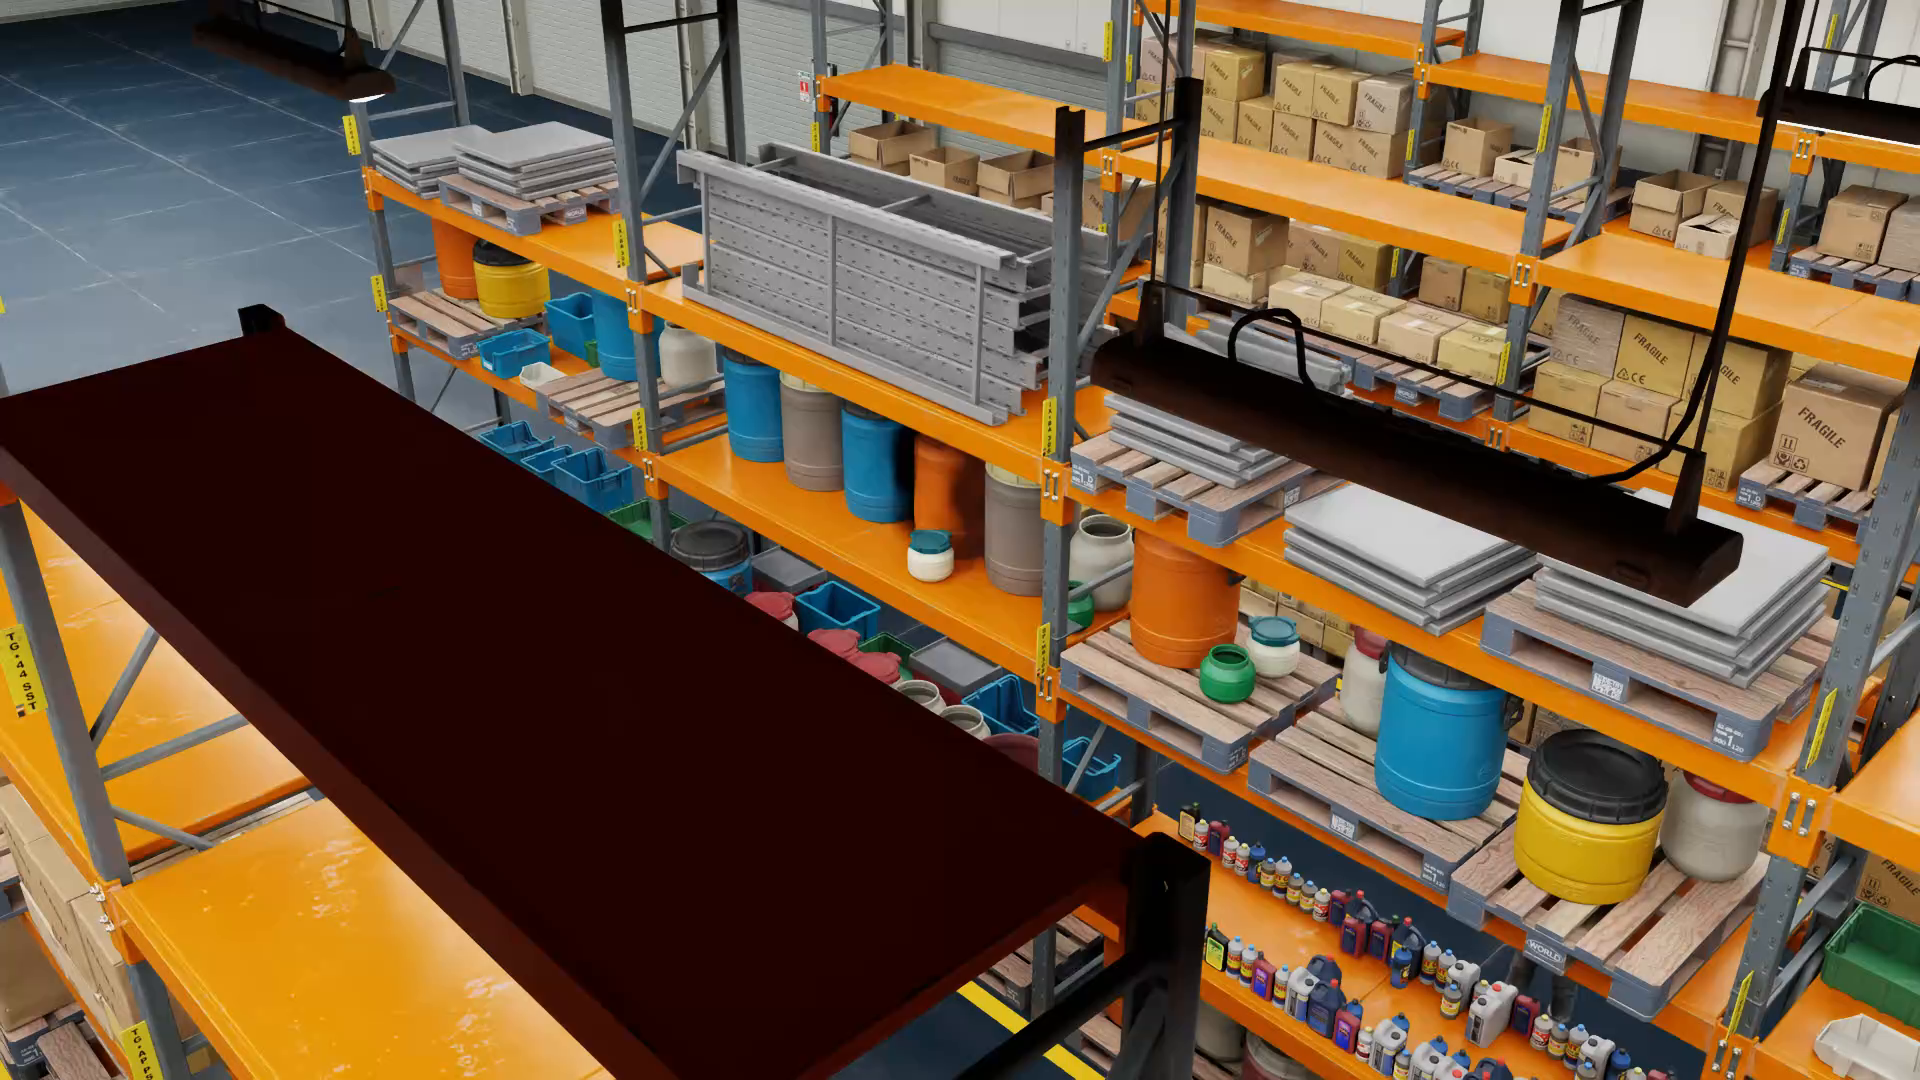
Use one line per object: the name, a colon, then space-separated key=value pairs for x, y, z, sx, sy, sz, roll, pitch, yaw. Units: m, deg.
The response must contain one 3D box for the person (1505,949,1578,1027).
person: x=3.724 y=2.444 z=10.431 sx=0.506 sy=1.796 sz=0.565 roll=-16 pitch=32 yaw=-27
